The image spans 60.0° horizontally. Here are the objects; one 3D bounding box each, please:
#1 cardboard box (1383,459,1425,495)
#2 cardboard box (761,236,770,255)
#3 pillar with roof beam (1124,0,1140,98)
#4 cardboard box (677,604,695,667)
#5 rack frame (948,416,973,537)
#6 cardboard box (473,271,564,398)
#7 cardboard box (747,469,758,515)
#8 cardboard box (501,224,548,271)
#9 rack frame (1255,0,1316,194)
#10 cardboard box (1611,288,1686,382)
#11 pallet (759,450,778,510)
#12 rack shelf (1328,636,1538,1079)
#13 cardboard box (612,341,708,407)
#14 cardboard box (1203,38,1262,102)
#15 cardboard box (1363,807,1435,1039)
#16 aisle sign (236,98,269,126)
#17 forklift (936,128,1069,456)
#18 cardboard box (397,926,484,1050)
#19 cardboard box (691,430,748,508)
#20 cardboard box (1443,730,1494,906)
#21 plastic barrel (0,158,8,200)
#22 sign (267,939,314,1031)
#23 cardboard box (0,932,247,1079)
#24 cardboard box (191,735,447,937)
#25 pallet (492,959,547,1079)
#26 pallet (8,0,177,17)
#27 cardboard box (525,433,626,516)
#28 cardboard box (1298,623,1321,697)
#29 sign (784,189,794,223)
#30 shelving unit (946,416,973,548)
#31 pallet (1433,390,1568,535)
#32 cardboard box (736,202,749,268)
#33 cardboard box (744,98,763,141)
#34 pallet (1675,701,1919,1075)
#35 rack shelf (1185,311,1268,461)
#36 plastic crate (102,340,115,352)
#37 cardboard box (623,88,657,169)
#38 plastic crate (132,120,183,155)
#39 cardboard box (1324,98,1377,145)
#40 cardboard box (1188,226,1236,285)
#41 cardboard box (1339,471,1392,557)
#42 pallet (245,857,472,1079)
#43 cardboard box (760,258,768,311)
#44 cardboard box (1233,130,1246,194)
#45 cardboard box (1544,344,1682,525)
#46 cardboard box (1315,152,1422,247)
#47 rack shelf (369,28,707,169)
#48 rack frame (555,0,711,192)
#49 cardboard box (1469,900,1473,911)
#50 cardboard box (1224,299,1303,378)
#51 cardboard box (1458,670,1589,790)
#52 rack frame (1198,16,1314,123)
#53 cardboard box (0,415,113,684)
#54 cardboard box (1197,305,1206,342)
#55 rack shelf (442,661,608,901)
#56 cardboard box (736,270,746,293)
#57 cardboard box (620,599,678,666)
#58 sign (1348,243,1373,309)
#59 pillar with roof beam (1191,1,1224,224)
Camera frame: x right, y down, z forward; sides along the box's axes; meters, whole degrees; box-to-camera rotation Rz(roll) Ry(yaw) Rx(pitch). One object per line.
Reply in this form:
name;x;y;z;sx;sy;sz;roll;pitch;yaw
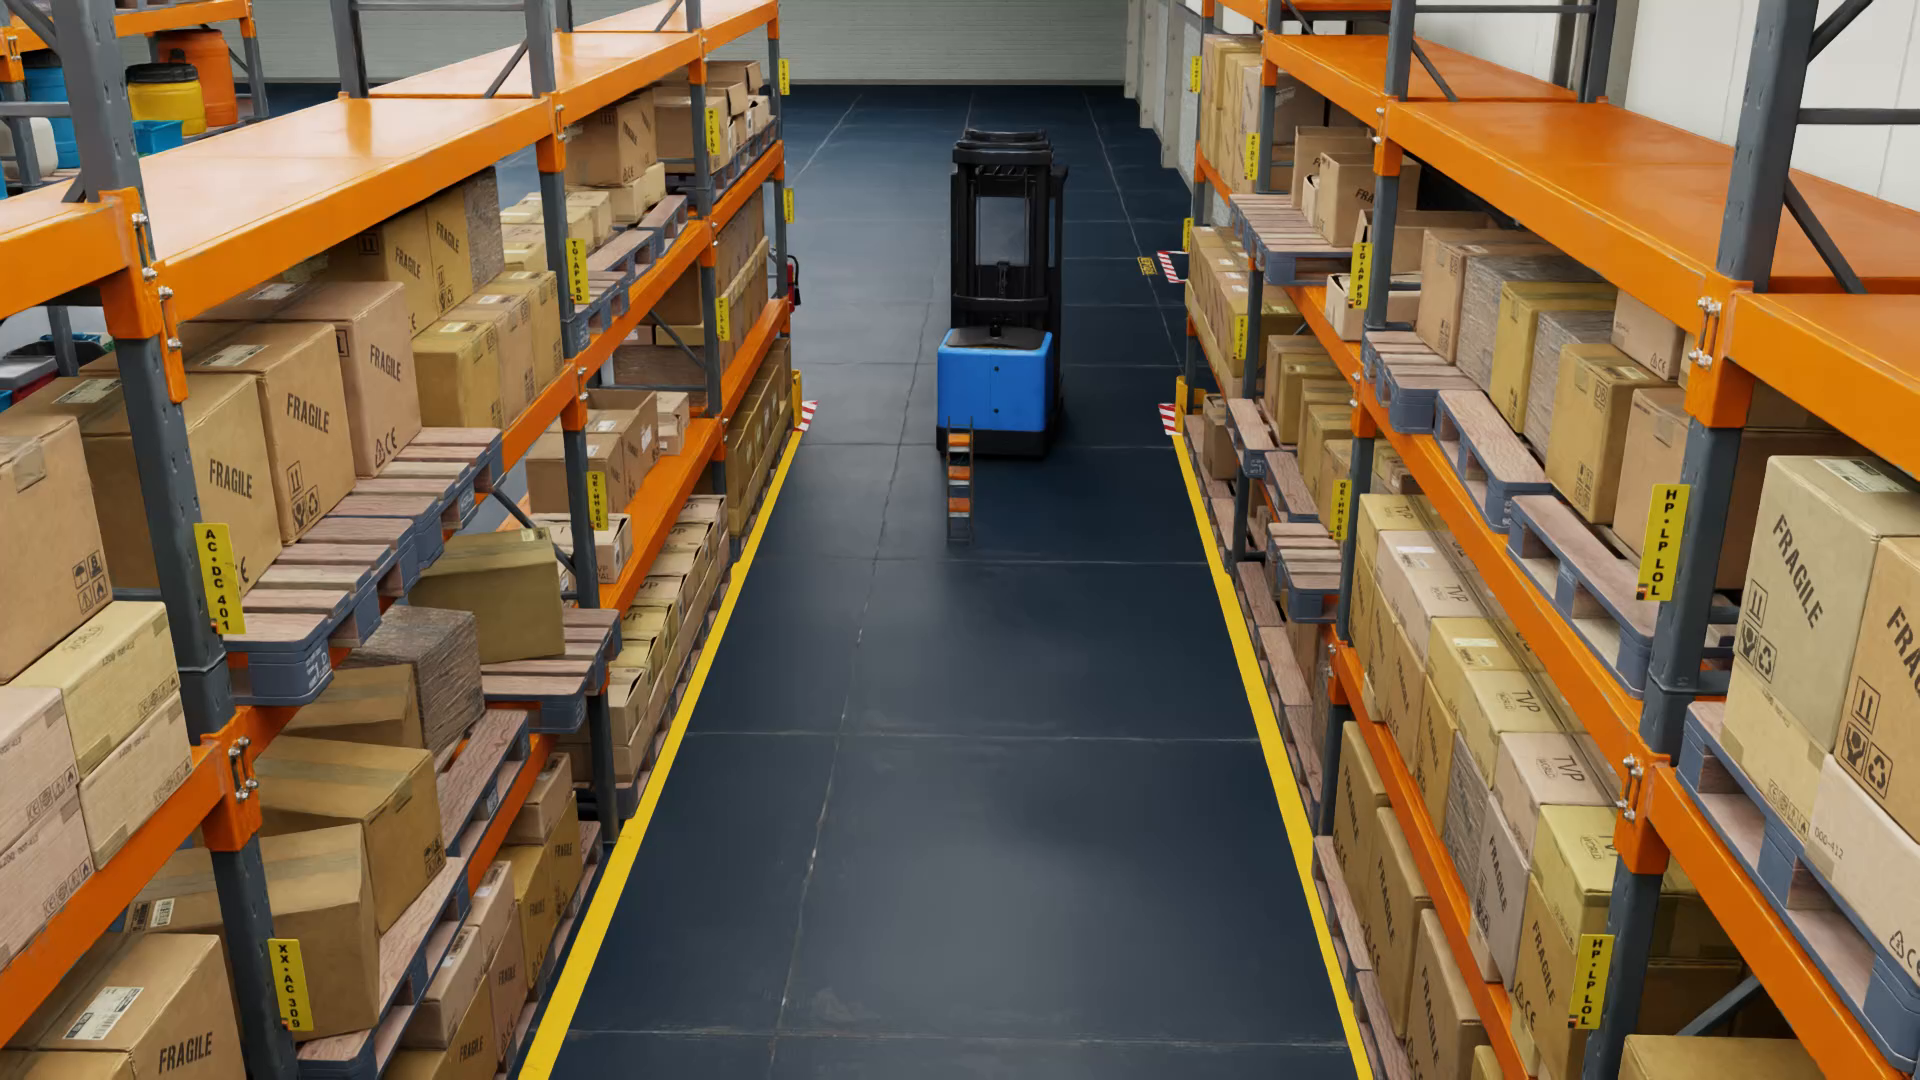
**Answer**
cardboard box;2.489;-0.328;8.879;0.380;0.149;0.250;-2;21;-5
cardboard box;-2.021;-2.804;15.867;0.380;0.149;0.250;0;21;1
pillar with roof beam;0.205;-15.970;42.542;9.100;9.000;0.400;1;21;2
cardboard box;-2.093;0.642;11.241;0.500;0.250;0.500;1;21;3
rack frame;0.002;-0.514;13.696;0.200;1.050;0.008;1;21;2
cardboard box;-2.423;-0.989;7.940;0.910;0.500;0.500;1;21;2
cardboard box;-1.984;-0.408;13.947;0.500;0.250;0.500;1;21;2
cardboard box;-2.488;-1.581;9.231;0.500;0.250;0.500;1;21;3
rack frame;2.630;-3.892;11.414;1.000;3.000;0.127;1;21;2
cardboard box;2.546;-0.719;5.599;0.500;0.250;0.500;0;21;0
pallet;-2.221;-0.578;15.020;1.003;0.211;1.213;1;21;2
rack shelf;2.448;1.409;7.038;1.077;0.370;4.000;1;21;2
cardboard box;-2.314;-1.356;13.032;0.700;0.500;0.500;0;21;0
cardboard box;2.432;-4.145;14.663;0.500;0.500;0.500;0;21;1
cardboard box;2.322;1.738;7.587;0.750;0.750;0.750;1;21;1
aisle sign;-6.852;-3.886;16.096;0.394;0.787;0.004;1;21;2
forklift;0.485;-2.653;16.609;1.130;2.935;3.031;3;21;7
cardboard box;-2.276;1.821;6.794;0.500;0.250;0.500;1;21;2
cardboard box;-1.994;-0.576;13.345;0.500;0.500;0.500;1;21;2
cardboard box;2.178;1.067;6.350;0.500;0.500;0.500;1;21;2
plastic barrel;-7.071;-2.650;11.667;0.600;0.901;0.708;1;21;2
sign;-2.022;1.343;5.016;0.100;0.325;0.005;1;21;2
cardboard box;-2.321;1.417;4.504;0.500;0.500;0.500;1;21;2
cardboard box;-2.369;1.083;6.165;0.700;0.500;0.500;4;22;10
pallet;-2.543;2.307;7.585;1.003;0.211;1.213;1;21;2
pallet;-7.241;-4.467;13.710;1.003;0.211;1.213;1;21;2
cardboard box;-2.408;-0.356;10.455;0.500;0.500;0.500;0;21;-1
cardboard box;2.597;0.685;10.757;0.700;0.500;0.500;1;21;1
sign;-1.658;-3.234;16.083;0.100;0.325;0.005;1;21;2
shelving unit;-0.002;-0.470;13.583;0.215;1.050;0.252;1;21;2
pallet;2.511;-0.322;6.620;1.003;0.211;1.213;2;21;4
cardboard box;-2.253;-2.686;14.667;0.700;0.500;0.500;1;21;2
cardboard box;-1.988;-3.593;14.137;0.500;0.311;0.500;3;21;8
pallet;2.351;0.736;3.756;1.003;0.211;1.213;1;21;2
rack shelf;2.691;-1.483;14.493;1.077;0.370;4.000;1;21;2
plastic crate;-6.949;-1.593;14.075;0.450;0.188;0.662;1;21;2
cardboard box;-2.380;-2.800;11.335;0.500;0.500;0.500;1;21;2
plastic crate;-6.908;-3.349;14.182;0.392;0.384;0.575;1;21;2
cardboard box;2.931;-3.190;12.202;0.500;0.500;0.500;1;21;3
cardboard box;2.437;-2.661;15.678;0.500;0.500;0.500;1;21;2
cardboard box;2.513;-0.071;9.112;0.700;0.500;0.500;-2;21;-5
pallet;-2.431;1.546;5.958;1.003;0.211;1.213;1;21;2
cardboard box;-2.227;-2.473;15.911;0.700;0.500;0.500;1;21;2
cardboard box;2.427;-2.918;12.883;0.500;0.500;0.500;-1;21;-3
cardboard box;2.476;-0.372;5.741;0.700;0.500;0.500;0;21;1
cardboard box;2.496;-2.094;10.206;0.500;0.500;0.500;0;21;0
rack shelf;-2.382;-2.701;9.890;1.077;0.370;4.000;1;21;2
rack frame;-2.321;-3.946;11.551;1.000;3.000;0.127;1;21;2
cardboard box;2.174;1.411;6.359;0.380;0.149;0.250;1;21;2
cardboard box;2.335;-1.559;12.836;0.500;0.500;0.500;1;21;1
cardboard box;2.186;0.712;6.227;0.500;0.250;0.500;1;21;3
rack frame;2.752;-5.339;15.141;1.000;3.000;0.127;1;21;2
cardboard box;-2.541;0.009;3.985;0.700;0.500;0.500;1;21;2
cardboard box;2.397;-1.936;14.845;0.500;0.250;0.500;0;21;1
rack shelf;-2.504;1.356;7.175;1.077;0.370;4.000;1;21;2
cardboard box;-2.066;-2.243;14.421;0.380;0.149;0.250;0;21;1
cardboard box;-2.108;0.562;10.673;0.500;0.311;0.500;0;21;0
sign;1.966;-1.295;8.153;0.100;0.325;0.005;1;21;2
pillar with roof beam;-0.343;-9.462;25.769;9.100;9.000;0.400;1;21;2
